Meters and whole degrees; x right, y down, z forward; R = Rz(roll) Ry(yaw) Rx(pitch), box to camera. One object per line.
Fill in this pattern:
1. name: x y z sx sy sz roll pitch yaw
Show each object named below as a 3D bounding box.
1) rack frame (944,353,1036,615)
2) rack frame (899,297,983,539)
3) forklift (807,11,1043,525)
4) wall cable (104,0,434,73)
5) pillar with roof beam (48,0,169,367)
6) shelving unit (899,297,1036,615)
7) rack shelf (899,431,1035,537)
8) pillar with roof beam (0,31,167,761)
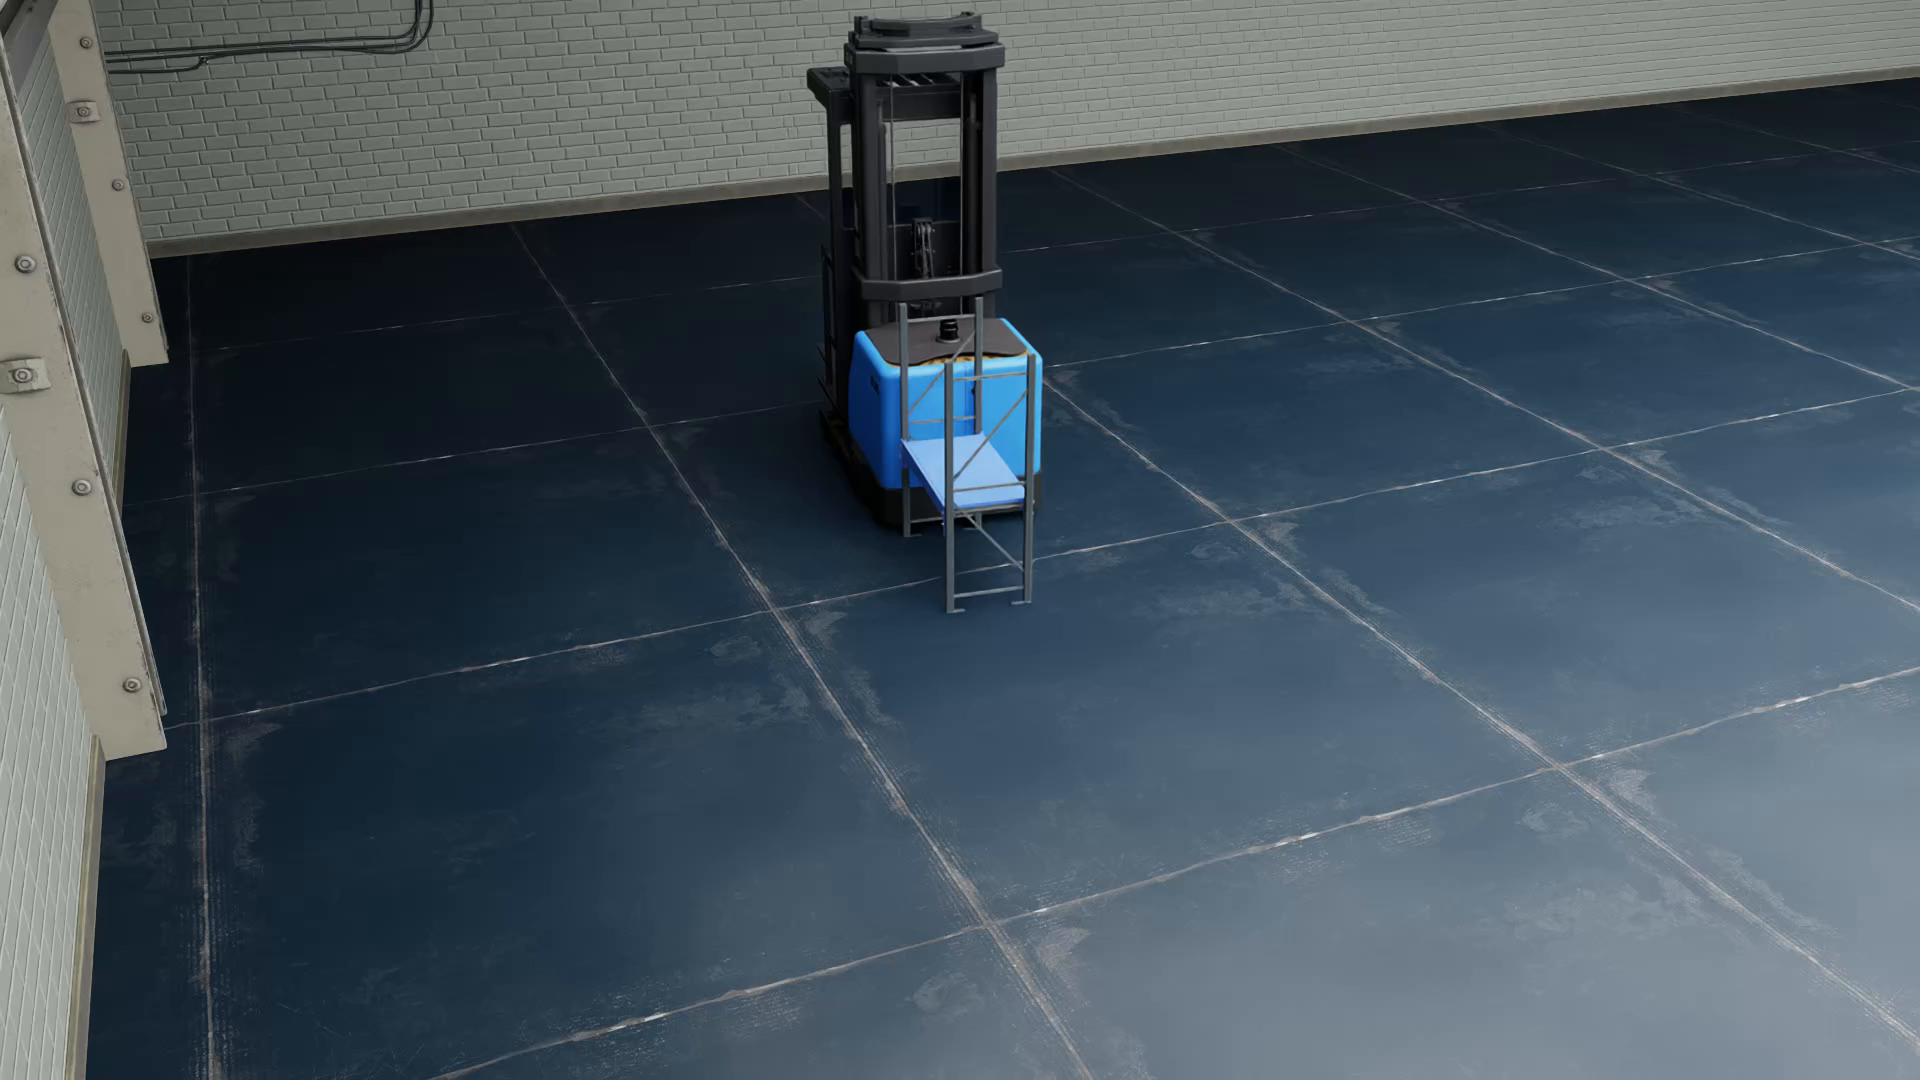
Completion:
1. rack frame: 0.162 -0.288 9.130 0.500 1.500 0.032 -7 27 -14
2. rack frame: -0.110 -0.718 10.011 0.500 1.500 0.032 -7 27 -14
3. forklift: -0.367 -2.033 11.074 1.130 2.935 3.031 -7 27 -14
4. wall cable: -6.398 -5.518 14.833 3.097 2.526 0.112 -11 28 -21
5. pillar with roof beam: -2.500 -6.236 12.766 9.100 9.000 0.400 -11 28 -21
6. shelving unit: 0.026 -0.503 9.571 0.538 1.500 1.048 -7 27 -14
7. rack shelf: 0.026 -0.341 9.650 0.538 0.185 1.000 -7 27 -14
8. pillar with roof beam: -0.150 -3.814 7.805 9.100 9.000 0.400 -11 28 -21
